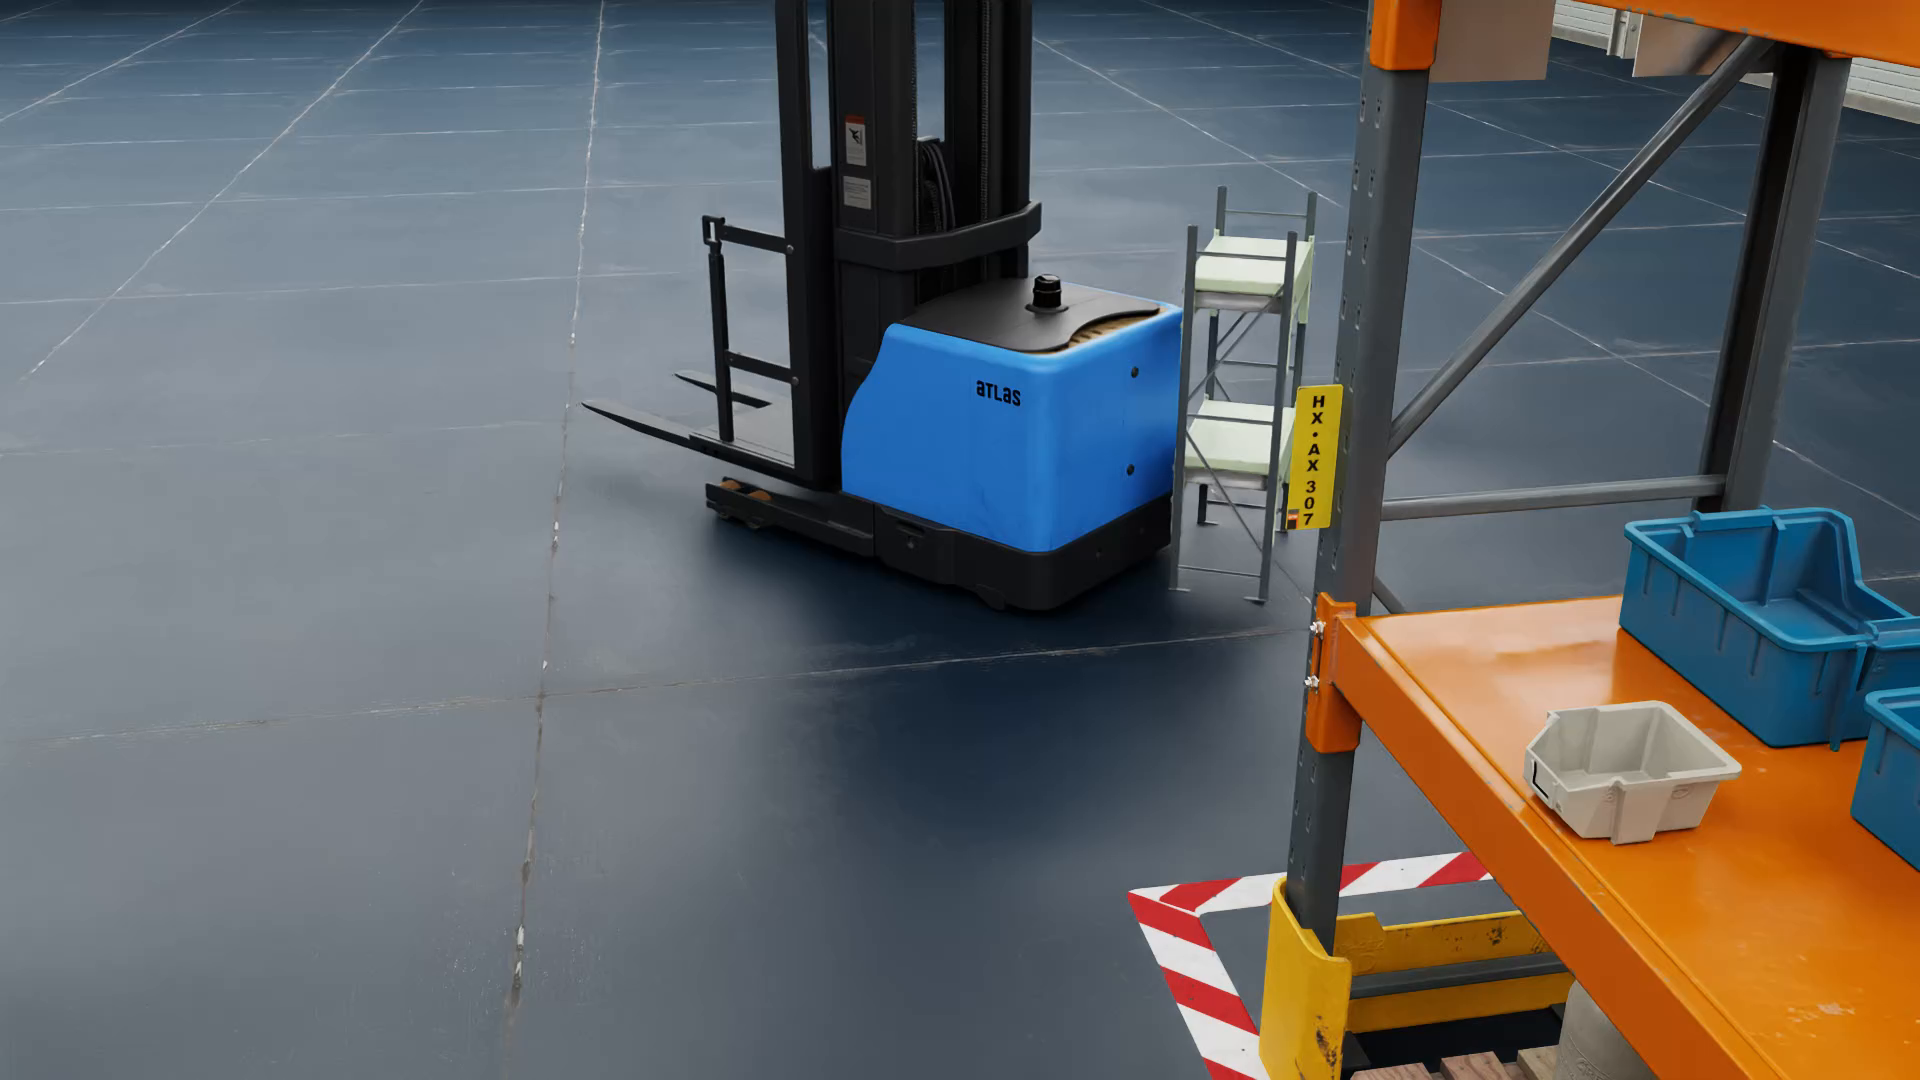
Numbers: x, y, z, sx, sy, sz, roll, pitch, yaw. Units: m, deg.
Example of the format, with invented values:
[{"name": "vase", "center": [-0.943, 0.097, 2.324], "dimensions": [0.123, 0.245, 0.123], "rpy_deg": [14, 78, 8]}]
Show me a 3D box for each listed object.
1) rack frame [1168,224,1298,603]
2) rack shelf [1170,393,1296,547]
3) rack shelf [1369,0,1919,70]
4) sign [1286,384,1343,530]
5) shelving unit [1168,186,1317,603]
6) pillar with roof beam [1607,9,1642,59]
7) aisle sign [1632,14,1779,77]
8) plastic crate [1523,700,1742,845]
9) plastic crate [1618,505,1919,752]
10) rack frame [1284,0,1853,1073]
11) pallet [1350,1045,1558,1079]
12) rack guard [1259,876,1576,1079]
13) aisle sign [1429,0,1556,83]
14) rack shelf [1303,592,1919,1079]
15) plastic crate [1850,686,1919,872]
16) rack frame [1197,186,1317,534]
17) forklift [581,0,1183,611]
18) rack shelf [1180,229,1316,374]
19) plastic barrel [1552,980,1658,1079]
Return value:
[{"name": "rack frame", "center": [1.043, -0.462, 6.433], "dimensions": [0.400, 1.500, 0.023], "rpy_deg": [7, 25, 15]}, {"name": "rack shelf", "center": [1.148, -0.303, 6.885], "dimensions": [0.431, 0.370, 0.720], "rpy_deg": [7, 25, 15]}, {"name": "rack shelf", "center": [1.668, -0.345, 1.442], "dimensions": [1.077, 0.370, 4.000], "rpy_deg": [-4, 24, -10]}, {"name": "sign", "center": [0.757, -0.174, 3.555], "dimensions": [0.100, 0.325, 0.005], "rpy_deg": [-4, 24, -10]}, {"name": "shelving unit", "center": [1.148, -0.602, 6.755], "dimensions": [0.431, 1.500, 0.755], "rpy_deg": [7, 25, 15]}, {"name": "pillar with roof beam", "center": [4.455, -10.119, 19.176], "dimensions": [9.100, 9.000, 0.400], "rpy_deg": [-4, 24, -10]}, {"name": "aisle sign", "center": [1.577, -1.328, 3.295], "dimensions": [0.394, 0.787, 0.004], "rpy_deg": [-4, 24, -10]}, {"name": "plastic crate", "center": [1.148, 0.410, 2.892], "dimensions": [0.298, 0.136, 0.250], "rpy_deg": [-4, 24, -10]}, {"name": "plastic crate", "center": [1.685, 0.157, 3.330], "dimensions": [0.499, 0.251, 0.616], "rpy_deg": [-4, 24, -10]}, {"name": "rack frame", "center": [1.298, -0.086, 3.700], "dimensions": [1.000, 3.000, 0.127], "rpy_deg": [-4, 24, -10]}, {"name": "pallet", "center": [1.504, 1.538, 3.465], "dimensions": [1.003, 0.211, 1.213], "rpy_deg": [-4, 24, -10]}, {"name": "rack guard", "center": [1.359, 1.086, 4.140], "dimensions": [1.175, 0.500, 0.348], "rpy_deg": [-4, 24, -10]}, {"name": "aisle sign", "center": [0.997, -1.284, 3.195], "dimensions": [0.394, 0.787, 0.004], "rpy_deg": [-4, 24, -10]}, {"name": "rack shelf", "center": [1.668, 1.030, 2.043], "dimensions": [1.077, 0.370, 4.000], "rpy_deg": [-4, 24, -10]}, {"name": "plastic crate", "center": [1.799, 0.412, 2.744], "dimensions": [0.499, 0.251, 0.408], "rpy_deg": [-4, 24, -10]}, {"name": "rack frame", "center": [1.253, -0.742, 7.076], "dimensions": [0.400, 1.500, 0.023], "rpy_deg": [7, 25, 15]}, {"name": "forklift", "center": [-0.510, -1.536, 7.105], "dimensions": [3.031, 2.935, 1.130], "rpy_deg": [19, 30, 36]}, {"name": "rack shelf", "center": [1.148, -0.960, 6.599], "dimensions": [0.431, 0.370, 0.720], "rpy_deg": [7, 25, 15]}, {"name": "plastic barrel", "center": [1.495, 1.115, 3.534], "dimensions": [0.421, 0.512, 0.421], "rpy_deg": [0, 24, 0]}]
